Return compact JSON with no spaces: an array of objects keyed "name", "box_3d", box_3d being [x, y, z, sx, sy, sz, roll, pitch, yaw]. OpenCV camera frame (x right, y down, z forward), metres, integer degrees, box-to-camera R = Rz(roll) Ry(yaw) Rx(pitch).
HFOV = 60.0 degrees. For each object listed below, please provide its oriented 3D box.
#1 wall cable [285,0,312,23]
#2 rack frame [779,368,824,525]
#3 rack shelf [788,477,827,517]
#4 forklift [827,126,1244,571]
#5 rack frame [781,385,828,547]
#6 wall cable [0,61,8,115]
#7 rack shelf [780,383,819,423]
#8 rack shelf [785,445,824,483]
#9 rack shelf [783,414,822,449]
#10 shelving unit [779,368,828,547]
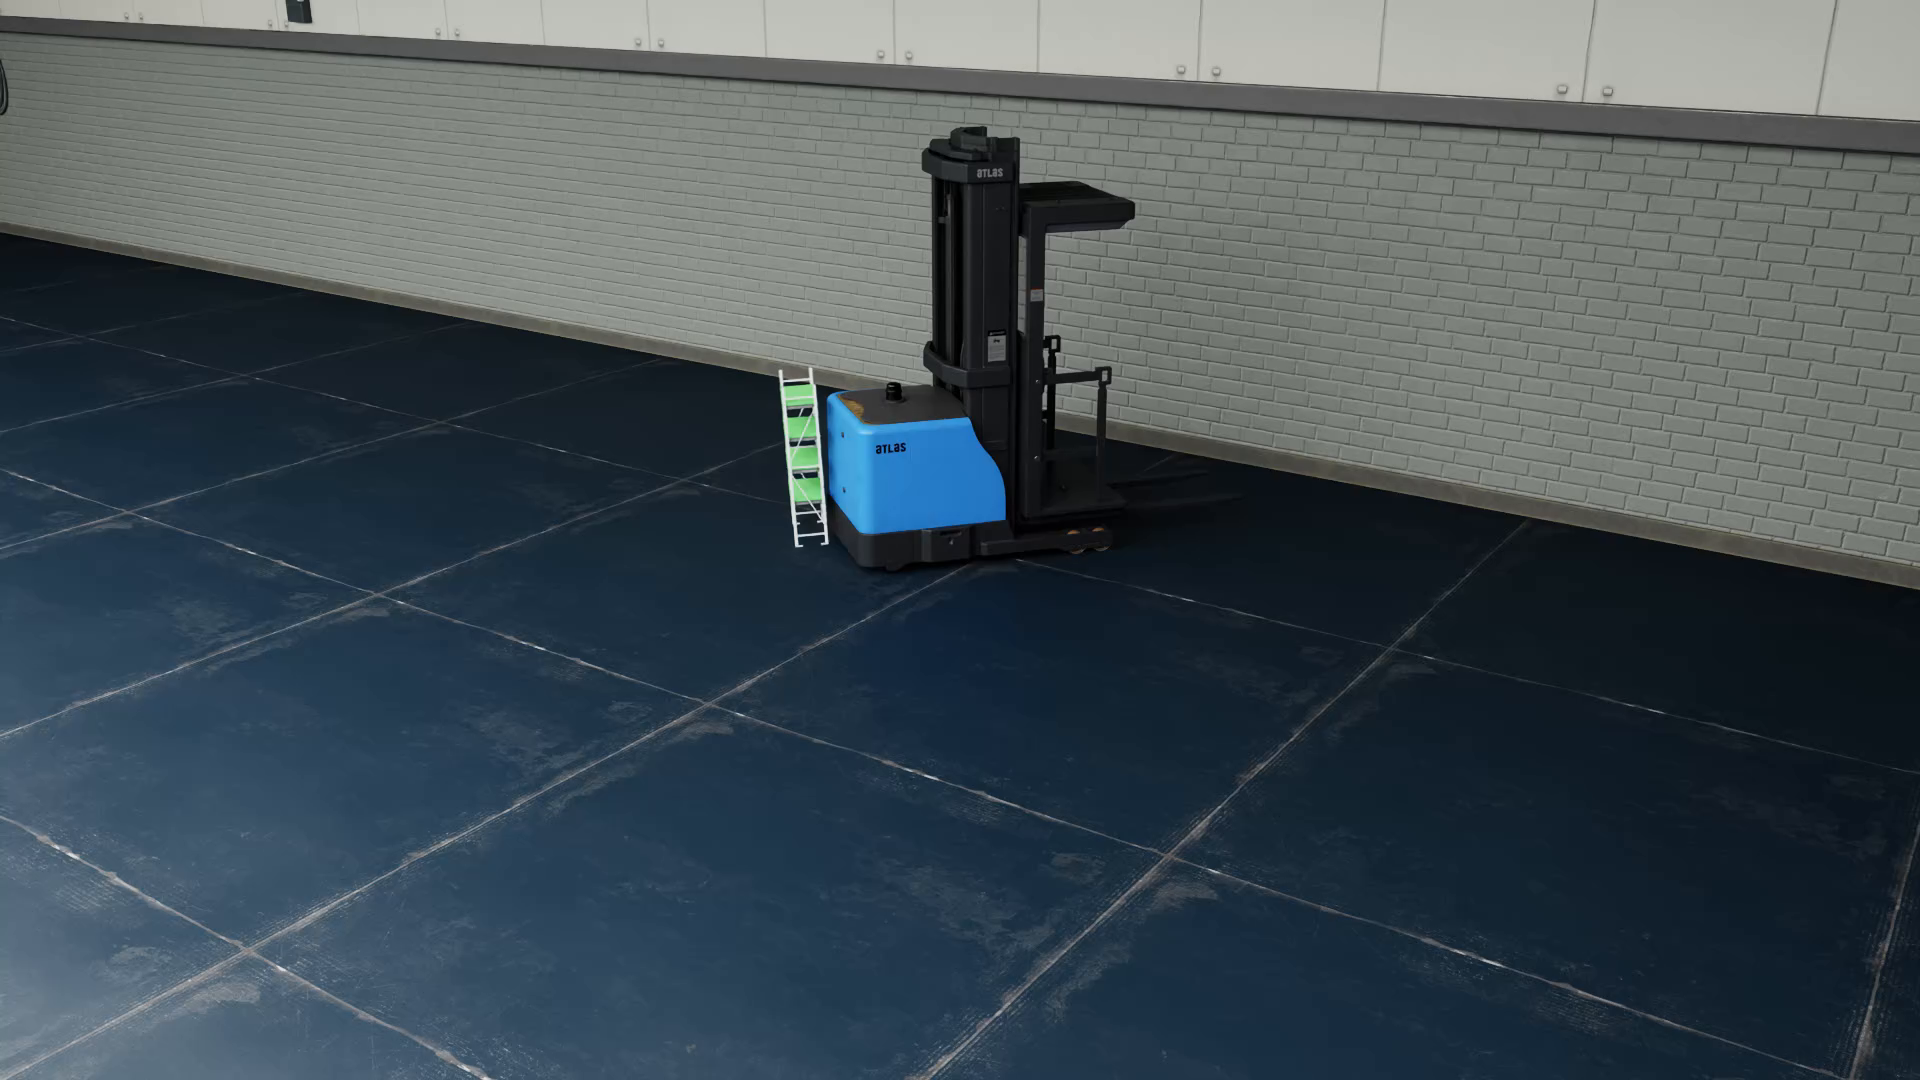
[{"name":"wall cable","box_3d":[-6.822,-8.611,17.670,2.305,6.003,0.169,13,24,32]},{"name":"rack frame","box_3d":[-1.175,-0.690,12.382,0.240,1.200,0.015,-5,21,-6]},{"name":"rack shelf","box_3d":[-1.128,-0.322,12.263,0.258,0.148,0.480,-5,21,-6]},{"name":"forklift","box_3d":[0.595,-1.442,11.937,3.031,2.935,1.130,-6,21,-17]},{"name":"rack frame","box_3d":[-1.109,-0.522,11.929,0.240,1.200,0.015,-5,21,-6]},{"name":"wall cable","box_3d":[-14.664,-7.415,23.816,3.097,2.526,0.112,13,24,32]},{"name":"rack shelf","box_3d":[-1.162,-0.995,12.009,0.258,0.148,0.480,-5,21,-6]},{"name":"rack shelf","box_3d":[-1.139,-0.546,12.178,0.258,0.148,0.480,-5,21,-6]},{"name":"rack shelf","box_3d":[-1.150,-0.770,12.094,0.258,0.148,0.480,-5,21,-6]},{"name":"shelving unit","box_3d":[-1.142,-0.606,12.156,0.258,1.200,0.503,-5,21,-6]}]
